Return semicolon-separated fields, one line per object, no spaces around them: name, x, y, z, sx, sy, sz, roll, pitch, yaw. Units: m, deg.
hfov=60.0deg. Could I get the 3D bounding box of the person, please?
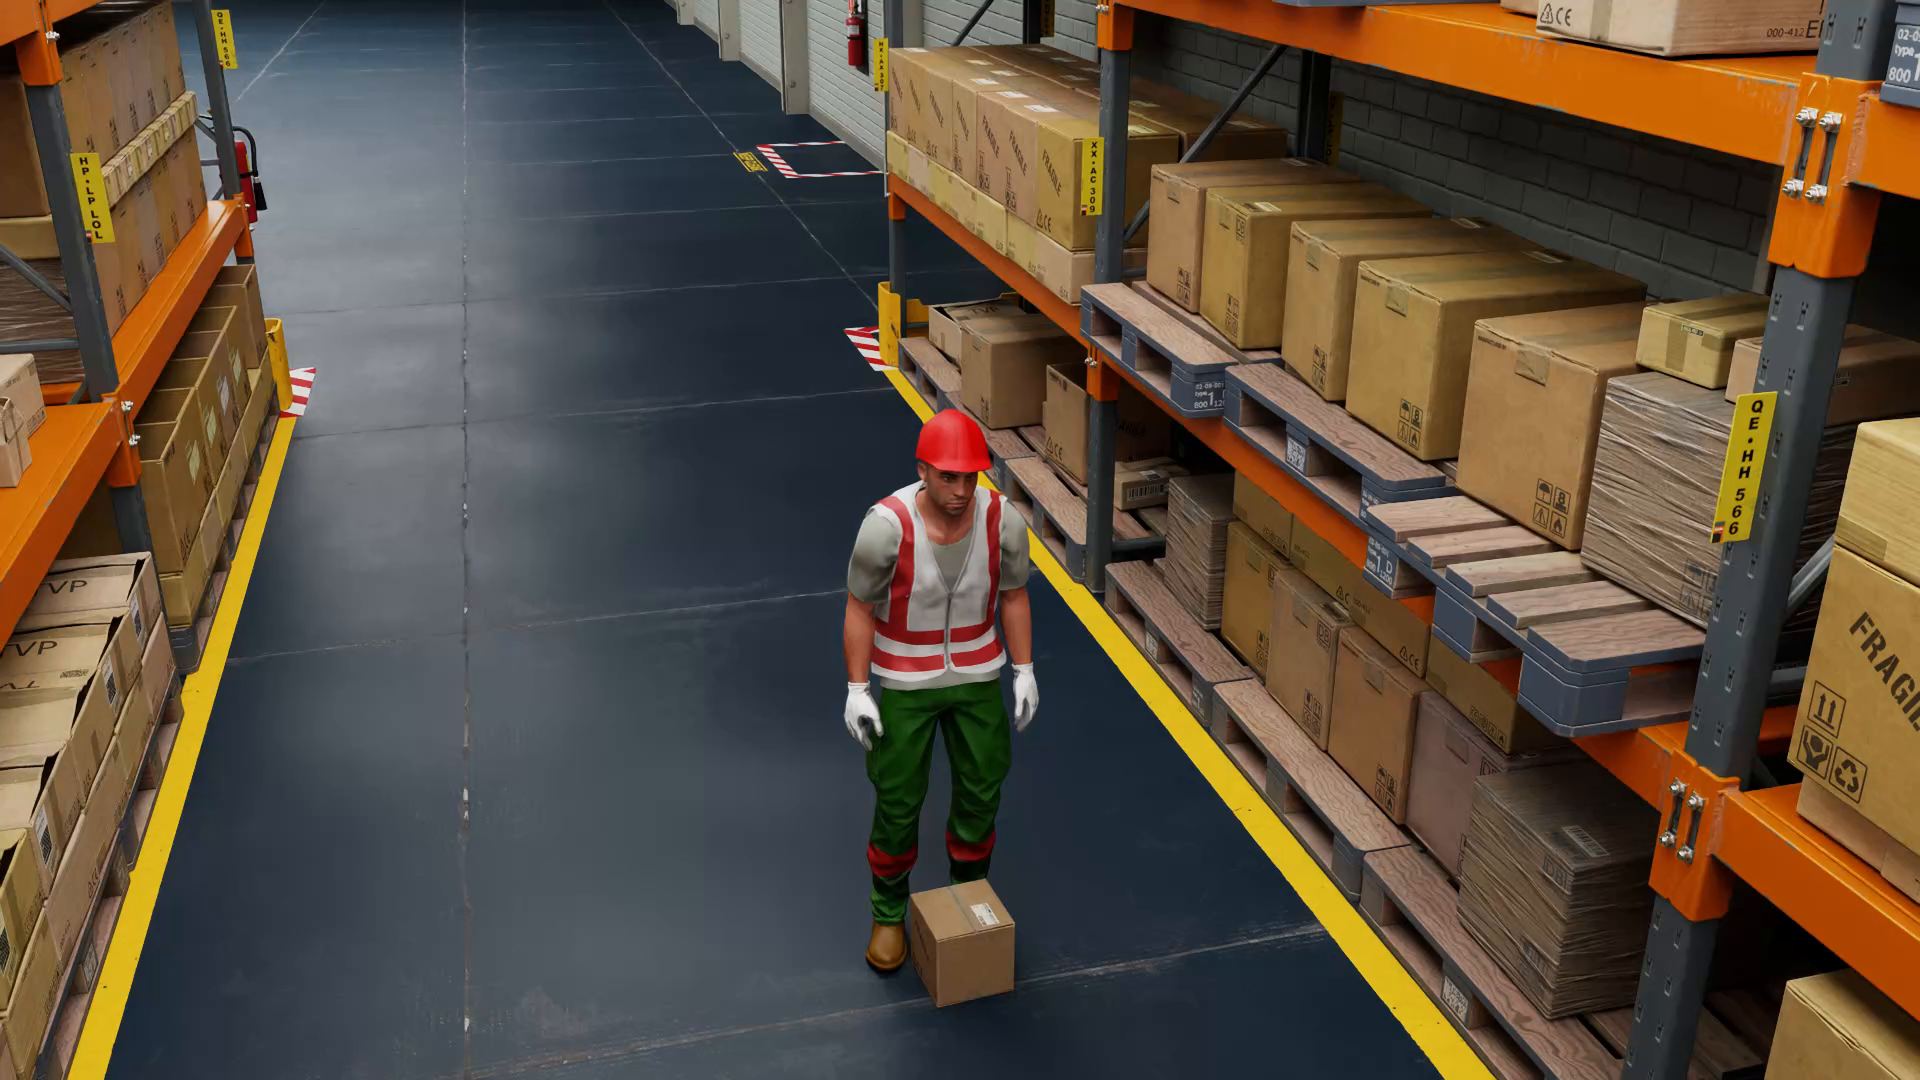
person;-0.056;0.445;5.011;0.609;1.780;0.448;-6;23;-14
